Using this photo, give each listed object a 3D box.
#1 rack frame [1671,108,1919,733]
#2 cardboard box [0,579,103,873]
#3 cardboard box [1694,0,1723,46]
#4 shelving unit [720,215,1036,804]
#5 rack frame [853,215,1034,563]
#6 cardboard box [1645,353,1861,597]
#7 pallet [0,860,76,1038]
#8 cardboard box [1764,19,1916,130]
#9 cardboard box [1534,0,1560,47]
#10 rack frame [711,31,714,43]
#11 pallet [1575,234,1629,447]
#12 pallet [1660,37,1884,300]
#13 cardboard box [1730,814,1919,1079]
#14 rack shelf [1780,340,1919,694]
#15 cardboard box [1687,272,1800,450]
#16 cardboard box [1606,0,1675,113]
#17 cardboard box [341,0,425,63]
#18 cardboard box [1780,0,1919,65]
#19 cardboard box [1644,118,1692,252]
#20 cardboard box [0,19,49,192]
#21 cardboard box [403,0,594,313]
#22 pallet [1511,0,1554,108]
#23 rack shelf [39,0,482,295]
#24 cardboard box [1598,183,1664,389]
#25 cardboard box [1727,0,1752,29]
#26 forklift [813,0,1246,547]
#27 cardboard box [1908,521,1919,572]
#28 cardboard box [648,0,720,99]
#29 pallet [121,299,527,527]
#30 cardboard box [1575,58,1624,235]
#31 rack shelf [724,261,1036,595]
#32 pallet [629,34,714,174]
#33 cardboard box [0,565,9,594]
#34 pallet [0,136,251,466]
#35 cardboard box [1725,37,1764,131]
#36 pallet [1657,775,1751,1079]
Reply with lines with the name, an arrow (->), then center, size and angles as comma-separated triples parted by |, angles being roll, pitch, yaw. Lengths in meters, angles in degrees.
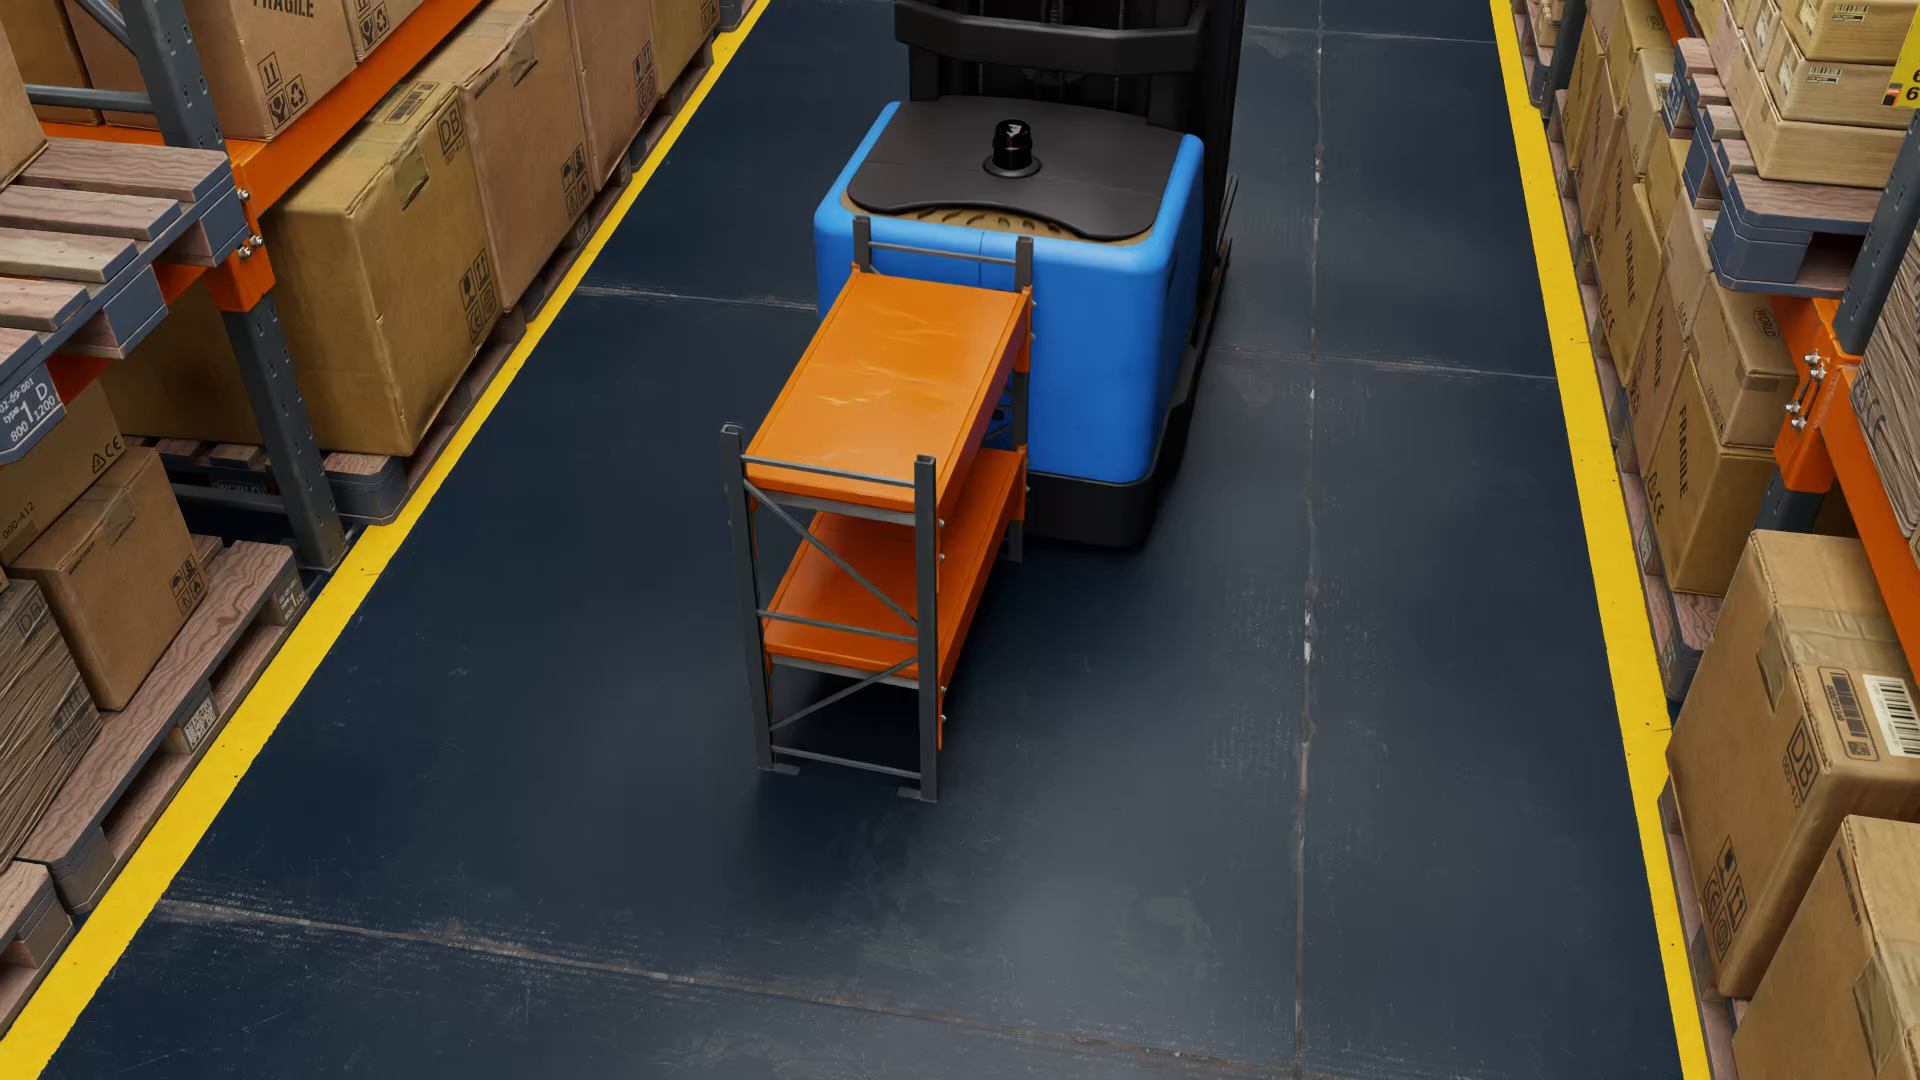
rack frame -> 2.453, -0.532, 3.539 | 1.000, 3.000, 0.127 | 6, 40, 8
cardboard box -> -2.594, 0.424, 4.000 | 0.700, 0.500, 0.500 | 3, 40, 4
cardboard box -> 2.221, -1.430, 4.494 | 0.380, 0.149, 0.250 | 6, 40, 7
shelving unit -> -0.174, -0.097, 4.484 | 0.538, 1.125, 1.048 | 9, 40, 11
rack frame -> -0.048, -0.410, 4.864 | 0.500, 1.125, 0.032 | 9, 40, 11
cardboard box -> 2.309, -0.172, 4.736 | 0.500, 0.500, 0.500 | 6, 40, 7
pallet -> -2.765, 1.186, 3.650 | 1.003, 0.211, 1.213 | 6, 40, 8
cardboard box -> 2.090, -1.072, 3.826 | 0.380, 0.149, 0.250 | 7, 40, 9
cardboard box -> 2.878, -2.389, 7.693 | 0.380, 0.149, 0.250 | 7, 40, 8
rack frame -> -1.722, -3.653, 7.314 | 1.000, 3.000, 0.127 | 6, 40, 8
pallet -> 2.803, -0.711, 5.944 | 1.003, 0.211, 1.213 | 6, 40, 8
pallet -> 2.471, -0.917, 4.156 | 1.213, 0.211, 1.003 | 6, 40, 8
cardboard box -> 2.111, 1.095, 3.008 | 1.050, 0.750, 0.750 | 7, 40, 8
rack shelf -> 2.107, 1.001, 2.250 | 1.077, 0.370, 4.000 | 6, 40, 8
cardboard box -> 2.313, -0.478, 4.517 | 0.500, 0.250, 0.500 | 6, 40, 7
cardboard box -> 2.667, -1.761, 6.069 | 0.500, 0.250, 0.500 | 7, 40, 9
cardboard box -> -1.976, -1.780, 4.970 | 0.500, 0.500, 0.500 | 5, 40, 6
cardboard box -> 2.086, -1.184, 3.729 | 0.380, 0.149, 0.250 | 5, 40, 6
cardboard box -> 2.493, -1.113, 5.286 | 0.500, 0.250, 0.500 | 7, 40, 9
cardboard box -> -2.469, -0.999, 3.697 | 0.500, 0.500, 0.500 | 2, 40, 2
cardboard box -> -2.113, -1.475, 6.017 | 1.225, 0.875, 0.875 | 7, 40, 8
pallet -> 3.227, -2.393, 7.979 | 1.003, 0.211, 1.213 | 6, 40, 8
rack shelf -> -2.068, -2.120, 6.025 | 1.077, 0.370, 4.000 | 6, 40, 8
cardboard box -> 2.478, -0.831, 5.534 | 0.500, 0.500, 0.500 | 5, 40, 6
cardboard box -> 2.178, -1.405, 4.229 | 0.380, 0.149, 0.250 | 7, 40, 9
forklift -> 0.428, -2.054, 5.434 | 1.130, 2.935, 3.031 | 9, 40, 11
cardboard box -> 2.024, 0.001, 2.816 | 0.500, 0.500, 0.500 | 6, 40, 7
cardboard box -> -1.813, -2.592, 7.369 | 1.225, 0.875, 0.875 | 7, 40, 8
pallet -> -2.204, -0.554, 5.754 | 1.003, 0.211, 1.213 | 6, 40, 8
cardboard box -> 2.666, -1.474, 6.311 | 0.500, 0.500, 0.500 | 8, 40, 10
rack shelf -> -0.174, -0.322, 4.298 | 0.538, 0.278, 1.000 | 9, 40, 11
pallet -> -1.782, -2.085, 7.607 | 1.003, 0.211, 1.213 | 6, 40, 8
cardboard box -> -2.583, 0.120, 3.778 | 0.500, 0.250, 0.500 | 11, 41, 13
pallet -> -2.433, -0.609, 3.783 | 1.213, 0.211, 1.003 | 6, 40, 8
cardboard box -> 2.130, -1.113, 4.110 | 0.380, 0.149, 0.250 | 6, 40, 8
pallet -> 2.242, 1.029, 3.839 | 1.003, 0.211, 1.213 | 6, 40, 8
